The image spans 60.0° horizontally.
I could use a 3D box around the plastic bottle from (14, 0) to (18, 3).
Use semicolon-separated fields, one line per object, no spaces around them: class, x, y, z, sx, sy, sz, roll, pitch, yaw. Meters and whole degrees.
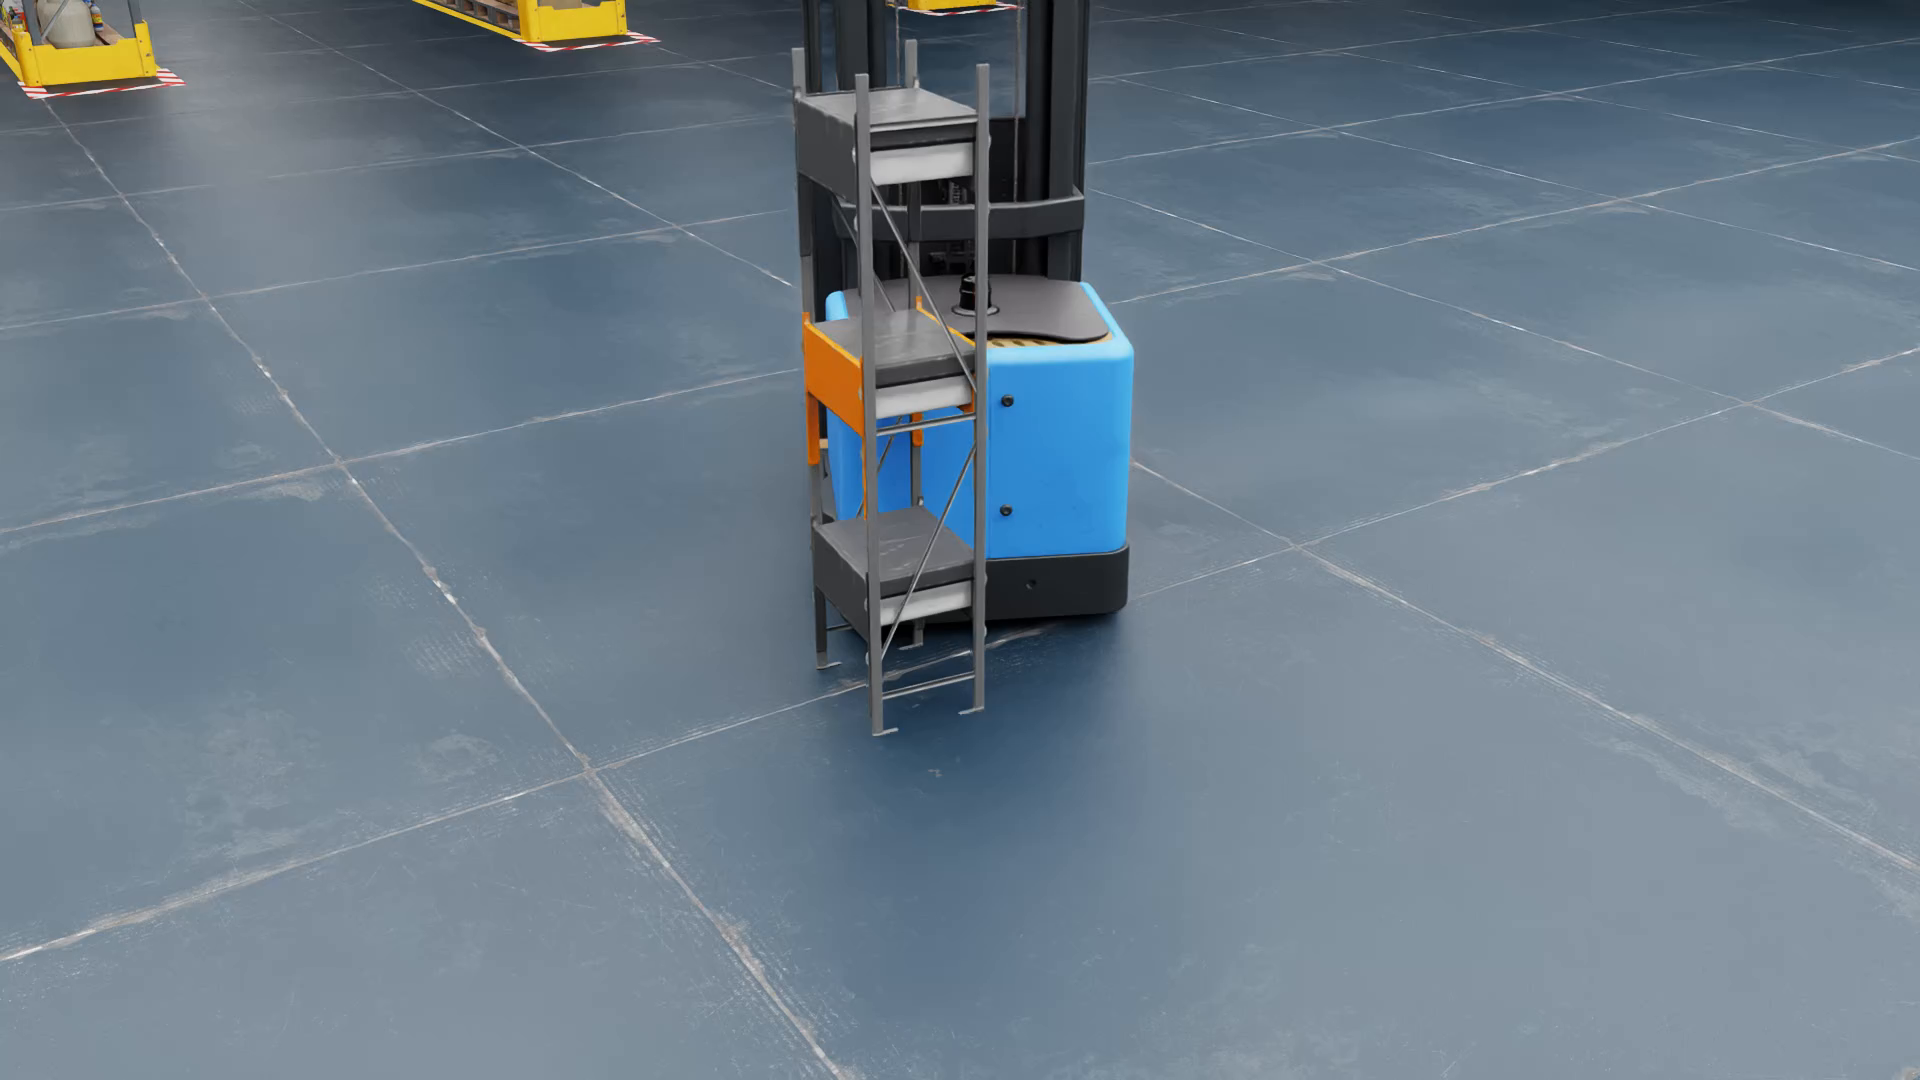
plastic bottle;-10.382;-5.869;18.350;0.097;0.271;0.097;0;25;0

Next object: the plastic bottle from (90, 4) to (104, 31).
plastic bottle;-9.201;-5.569;17.713;0.097;0.271;0.097;0;25;0

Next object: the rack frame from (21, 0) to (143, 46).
rack frame;-8.472;-5.883;15.697;1.000;3.000;0.127;-16;29;-30

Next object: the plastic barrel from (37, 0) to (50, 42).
plastic barrel;-9.169;-5.344;16.980;0.421;0.512;0.421;0;25;0

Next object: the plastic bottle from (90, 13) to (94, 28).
plastic bottle;-9.257;-5.574;17.807;0.097;0.201;0.097;0;25;0

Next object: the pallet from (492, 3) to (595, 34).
pallet;-4.778;-6.102;19.428;1.003;0.211;1.213;-16;29;-30

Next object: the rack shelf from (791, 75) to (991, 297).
rack shelf;-0.207;-1.060;4.927;0.431;0.518;0.480;-12;28;-23

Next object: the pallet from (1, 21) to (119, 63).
pallet;-9.654;-5.366;17.869;1.003;0.211;1.213;-16;29;-30

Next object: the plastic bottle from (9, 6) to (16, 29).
plastic bottle;-9.921;-5.445;17.438;0.061;0.283;0.133;-15;29;-28

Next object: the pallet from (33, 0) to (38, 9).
pallet;-11.117;-6.324;19.899;1.003;0.211;1.213;-16;29;-30

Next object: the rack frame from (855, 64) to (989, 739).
rack frame;-0.102;-0.345;5.021;0.400;2.100;0.015;-12;28;-23

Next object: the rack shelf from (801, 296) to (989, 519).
rack shelf;-0.208;-0.427;5.226;0.431;0.518;0.480;-12;28;-23

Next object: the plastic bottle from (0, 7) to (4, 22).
plastic bottle;-10.460;-5.861;18.240;0.144;0.351;0.185;-17;30;-32

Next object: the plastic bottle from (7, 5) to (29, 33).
plastic bottle;-9.957;-5.501;17.564;0.152;0.276;0.135;-15;29;-29

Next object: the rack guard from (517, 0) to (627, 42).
rack guard;-4.364;-5.934;18.734;1.175;0.500;0.348;-16;29;-30

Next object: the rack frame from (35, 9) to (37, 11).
rack frame;-10.656;-7.313;18.728;1.000;3.000;0.127;-16;29;-30

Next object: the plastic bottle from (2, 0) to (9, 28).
plastic bottle;-10.228;-5.709;17.918;0.144;0.351;0.185;-16;30;-30

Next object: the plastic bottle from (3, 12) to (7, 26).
plastic bottle;-10.325;-5.687;18.046;0.097;0.201;0.097;0;25;0

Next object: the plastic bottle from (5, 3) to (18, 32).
plastic bottle;-10.032;-5.551;17.670;0.152;0.276;0.135;-16;30;-31

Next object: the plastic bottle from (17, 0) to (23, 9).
plastic bottle;-10.117;-5.719;18.026;0.152;0.276;0.135;-16;29;-30

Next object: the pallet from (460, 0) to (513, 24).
pallet;-5.439;-6.538;20.352;1.003;0.211;1.213;-16;29;-30

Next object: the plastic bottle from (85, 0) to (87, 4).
plastic bottle;-9.442;-5.727;18.049;0.097;0.271;0.097;0;25;0

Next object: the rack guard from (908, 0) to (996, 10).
rack guard;-0.098;-7.018;21.030;1.175;0.500;0.348;-16;29;-30

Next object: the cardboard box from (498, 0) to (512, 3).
cardboard box;-5.330;-6.758;19.988;0.500;0.500;0.500;-13;28;-25

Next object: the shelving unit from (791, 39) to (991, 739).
shelving unit;-0.208;-0.439;5.220;0.431;2.100;0.503;-12;28;-23

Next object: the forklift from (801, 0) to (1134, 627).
forklift;-0.085;-1.613;6.733;1.130;2.935;3.031;-3;25;-7

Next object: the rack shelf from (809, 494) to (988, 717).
rack shelf;-0.209;0.206;5.524;0.431;0.518;0.480;-12;28;-23

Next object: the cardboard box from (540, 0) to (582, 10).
cardboard box;-4.649;-6.324;19.068;0.500;0.500;0.500;-10;27;-20

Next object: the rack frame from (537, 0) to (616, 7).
rack frame;-4.322;-7.037;18.142;1.000;3.000;0.127;-16;29;-30

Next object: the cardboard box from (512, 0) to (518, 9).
cardboard box;-5.004;-6.529;19.504;0.500;0.500;0.500;-8;26;-16

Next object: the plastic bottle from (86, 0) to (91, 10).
plastic bottle;-9.388;-5.691;17.973;0.097;0.271;0.097;0;25;0

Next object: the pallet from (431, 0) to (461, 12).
pallet;-6.110;-6.975;21.277;1.003;0.211;1.213;-16;29;-30

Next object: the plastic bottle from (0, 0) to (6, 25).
plastic bottle;-10.404;-5.762;18.109;0.061;0.283;0.133;-14;29;-27

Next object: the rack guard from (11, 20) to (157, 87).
rack guard;-8.553;-4.768;16.265;1.175;0.500;0.348;-16;29;-30

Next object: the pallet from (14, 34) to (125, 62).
pallet;-8.992;-4.930;16.945;1.003;0.211;1.213;-16;29;-30

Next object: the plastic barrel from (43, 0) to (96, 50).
plastic barrel;-8.895;-5.165;16.600;0.421;0.512;0.421;0;25;0

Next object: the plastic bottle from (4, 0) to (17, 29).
plastic bottle;-10.126;-5.643;17.777;0.144;0.351;0.185;-14;29;-27

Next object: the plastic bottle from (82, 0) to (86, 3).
plastic bottle;-9.553;-5.800;18.202;0.097;0.271;0.097;0;25;0

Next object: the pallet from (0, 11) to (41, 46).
pallet;-10.324;-5.802;18.794;1.003;0.211;1.213;-16;29;-30

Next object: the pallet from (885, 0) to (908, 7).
pallet;-0.613;-7.163;21.677;1.003;0.211;1.213;-16;29;-30

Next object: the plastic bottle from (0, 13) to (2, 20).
plastic bottle;-10.563;-5.929;18.383;0.144;0.351;0.185;-15;29;-28

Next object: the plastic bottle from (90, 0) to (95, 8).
plastic bottle;-9.309;-5.660;17.891;0.061;0.283;0.133;-15;29;-29

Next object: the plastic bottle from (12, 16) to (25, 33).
plastic bottle;-9.842;-5.371;17.376;0.097;0.201;0.097;0;25;0

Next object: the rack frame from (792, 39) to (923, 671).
rack frame;-0.314;-0.533;5.419;0.400;2.100;0.015;-12;28;-23
